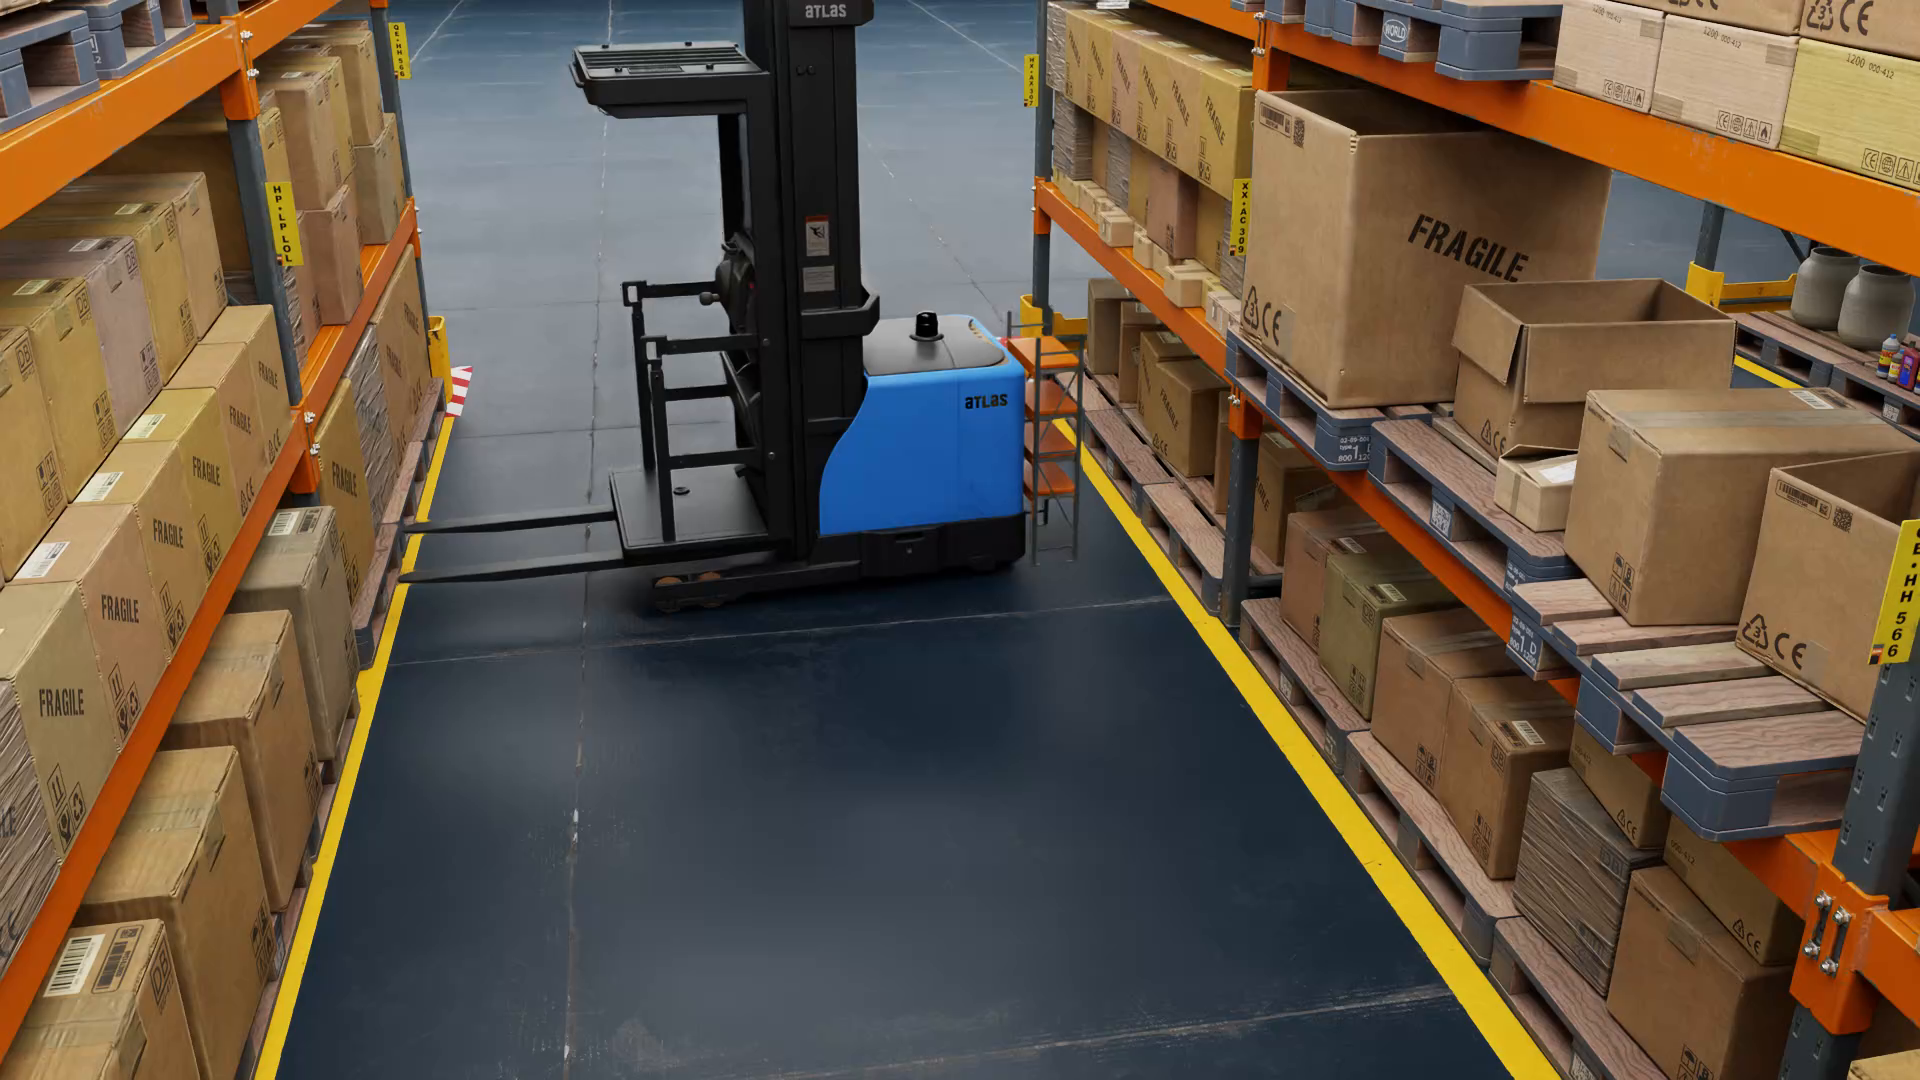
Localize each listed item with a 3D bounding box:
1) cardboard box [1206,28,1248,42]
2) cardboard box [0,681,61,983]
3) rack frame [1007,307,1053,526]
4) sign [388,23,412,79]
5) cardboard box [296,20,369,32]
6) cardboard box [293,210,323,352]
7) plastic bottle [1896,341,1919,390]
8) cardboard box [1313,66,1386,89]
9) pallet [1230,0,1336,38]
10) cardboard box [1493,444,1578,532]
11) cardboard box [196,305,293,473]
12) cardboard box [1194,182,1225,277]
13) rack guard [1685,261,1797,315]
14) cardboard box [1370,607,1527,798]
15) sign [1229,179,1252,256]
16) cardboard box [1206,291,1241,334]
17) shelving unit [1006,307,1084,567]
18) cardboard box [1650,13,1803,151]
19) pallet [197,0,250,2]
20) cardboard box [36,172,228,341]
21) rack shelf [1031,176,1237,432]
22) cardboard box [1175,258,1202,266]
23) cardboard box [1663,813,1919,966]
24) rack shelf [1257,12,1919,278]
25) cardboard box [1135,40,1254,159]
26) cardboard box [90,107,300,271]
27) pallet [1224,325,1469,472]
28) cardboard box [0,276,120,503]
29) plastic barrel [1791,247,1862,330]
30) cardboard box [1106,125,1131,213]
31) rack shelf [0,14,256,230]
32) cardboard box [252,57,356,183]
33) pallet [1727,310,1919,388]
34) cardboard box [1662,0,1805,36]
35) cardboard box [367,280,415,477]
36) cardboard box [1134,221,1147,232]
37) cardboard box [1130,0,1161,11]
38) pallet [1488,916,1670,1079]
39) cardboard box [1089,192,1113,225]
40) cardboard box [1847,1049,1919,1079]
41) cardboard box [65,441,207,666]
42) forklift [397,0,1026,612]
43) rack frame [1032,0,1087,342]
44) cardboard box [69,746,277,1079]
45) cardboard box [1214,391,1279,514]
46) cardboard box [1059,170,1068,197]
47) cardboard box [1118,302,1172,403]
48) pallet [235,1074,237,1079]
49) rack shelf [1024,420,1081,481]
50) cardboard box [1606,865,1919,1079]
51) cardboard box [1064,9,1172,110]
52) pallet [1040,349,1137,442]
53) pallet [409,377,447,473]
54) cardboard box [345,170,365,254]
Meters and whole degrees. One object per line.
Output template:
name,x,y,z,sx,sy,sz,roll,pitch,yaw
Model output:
cardboard box,1.610,-2.441,8.844,0.500,0.500,0.500,-4,24,-10
cardboard box,-2.238,0.643,3.405,0.500,0.500,0.500,-4,24,-9
rack frame,0.355,-0.619,8.668,0.240,1.200,0.015,-6,24,-14
sign,-3.364,-2.935,9.980,0.100,0.325,0.005,-4,24,-10
cardboard box,-3.870,-2.676,9.593,0.875,0.550,0.550,-4,24,-10
cardboard box,-3.364,-1.116,7.369,0.875,0.550,0.550,-4,24,-10
plastic bottle,5.914,-1.085,10.332,0.061,0.283,0.133,-4,24,-9
cardboard box,1.899,-1.851,7.495,0.500,0.500,0.500,-4,24,-10
pallet,1.742,-2.053,6.190,1.213,0.211,1.003,-4,24,-10
cardboard box,1.899,-0.209,5.123,0.396,0.266,0.258,-5,24,-11
cardboard box,-2.801,-0.548,6.133,0.500,0.500,0.500,-4,24,-10
cardboard box,1.652,-1.578,8.119,0.875,0.500,0.500,-4,24,-10
rack guard,5.921,-1.783,12.208,1.175,0.500,0.348,-4,24,-10
cardboard box,1.999,0.581,6.246,0.700,0.500,0.500,-6,24,-14
sign,1.201,-1.369,7.055,0.100,0.325,0.005,-4,24,-10
cardboard box,1.367,-1.062,7.748,0.380,0.149,0.250,-4,24,-10
shelving unit,0.418,-0.525,8.452,0.258,1.200,0.503,-6,24,-14
cardboard box,2.038,-1.111,3.985,0.500,0.250,0.500,-4,24,-10
pallet,-3.301,-2.344,6.733,1.003,0.211,1.213,-4,24,-10
cardboard box,-3.063,-0.997,5.911,0.700,0.500,0.500,-5,24,-11
rack shelf,1.363,-1.472,9.272,1.077,0.370,4.000,-4,24,-10
cardboard box,1.308,-1.363,8.437,0.380,0.149,0.250,-4,24,-10
cardboard box,2.319,0.897,4.585,0.500,0.250,0.500,-3,24,-8
rack shelf,2.103,-1.274,5.069,1.077,0.370,4.000,-4,24,-10
cardboard box,1.194,-2.206,8.306,0.500,0.500,0.500,-4,24,-10
cardboard box,-3.195,-1.399,6.669,0.875,0.550,0.550,-4,24,-10
pallet,1.731,-0.616,6.652,1.003,0.211,1.213,-4,24,-10
cardboard box,-2.781,-0.397,4.538,0.700,0.500,0.500,-5,24,-10
plastic barrel,6.057,-1.754,11.603,0.421,0.512,0.421,0,24,0
cardboard box,1.328,-2.165,9.462,0.875,0.500,0.500,-4,24,-10
rack shelf,-2.791,-0.946,4.320,1.077,0.370,4.000,-4,24,-10
cardboard box,-3.481,-2.037,8.130,0.875,0.550,0.500,-4,24,-10
pallet,6.066,-1.331,11.534,1.003,0.211,1.213,-4,24,-10
cardboard box,2.033,-1.461,3.851,0.500,0.500,0.500,-4,24,-10
cardboard box,-3.545,-0.872,9.129,0.875,0.875,0.875,-5,24,-11
cardboard box,1.170,-1.658,9.112,0.380,0.149,0.250,-4,24,-10
cardboard box,1.338,-3.031,10.196,0.500,0.500,0.500,-4,24,-10
pallet,2.329,1.529,4.987,1.003,0.211,1.213,-4,24,-10
cardboard box,0.976,-1.949,9.778,0.380,0.149,0.250,-4,24,-10
cardboard box,2.580,1.612,3.441,1.225,0.875,0.875,-5,24,-12
cardboard box,-2.518,0.049,4.766,0.500,0.500,0.500,-5,24,-10
forklift,-1.245,-1.231,7.907,3.031,2.935,1.130,-6,24,-14
rack frame,0.993,-2.589,10.929,1.000,3.000,0.127,-4,24,-10
cardboard box,-2.610,1.134,4.692,1.050,0.750,0.750,-4,24,-9
cardboard box,1.585,-0.447,8.625,0.500,0.500,0.500,3,24,7
cardboard box,0.839,-2.244,10.454,0.380,0.149,0.250,-4,24,-10
cardboard box,1.236,-1.156,10.248,0.500,0.500,0.500,2,24,4
pallet,-2.492,1.848,4.256,1.003,0.211,1.213,-4,24,-10
rack shelf,0.418,-0.463,8.479,0.258,0.148,0.480,-6,24,-14
cardboard box,2.329,1.240,4.737,0.700,0.500,0.500,-6,24,-13
cardboard box,0.912,-2.795,9.657,0.500,0.500,0.500,-4,24,-10
pallet,1.123,-0.959,10.681,1.003,0.211,1.213,-4,24,-10
pallet,-3.675,-0.675,10.031,1.003,0.211,1.213,-4,24,-10
cardboard box,-3.684,-1.743,8.806,0.875,0.550,0.550,-4,24,-10
